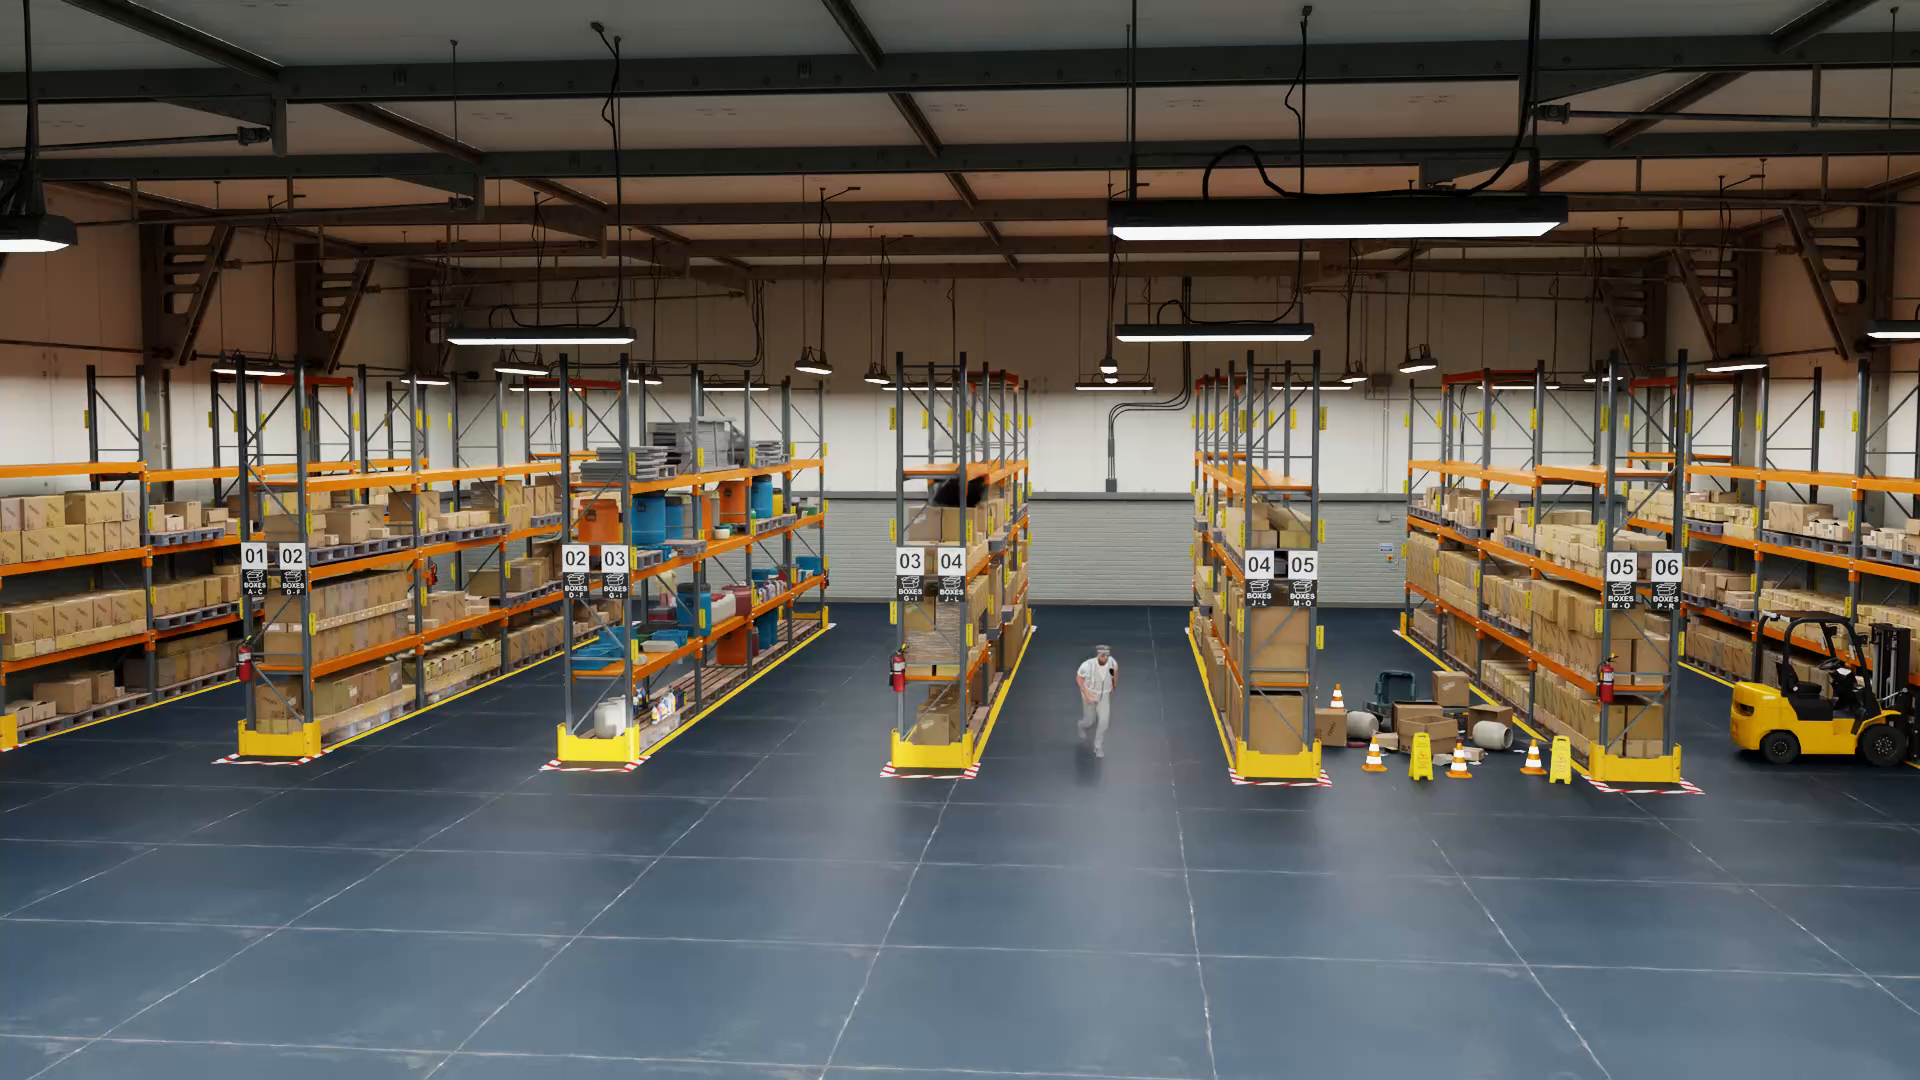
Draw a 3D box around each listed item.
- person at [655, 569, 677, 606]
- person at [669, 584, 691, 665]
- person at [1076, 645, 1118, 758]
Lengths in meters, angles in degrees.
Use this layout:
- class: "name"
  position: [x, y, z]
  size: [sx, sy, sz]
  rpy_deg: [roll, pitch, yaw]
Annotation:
- class: "person"
  position: [-7.135, 1.316, 40.357]
  size: [0.533, 1.719, 0.753]
  rpy_deg: [-1, 4, -9]
- class: "person"
  position: [-5.777, 1.721, 34.611]
  size: [0.600, 1.678, 0.843]
  rpy_deg: [0, 4, 2]
- class: "person"
  position: [2.037, 2.397, 25.215]
  size: [0.676, 1.722, 0.968]
  rpy_deg: [-2, 4, -21]
